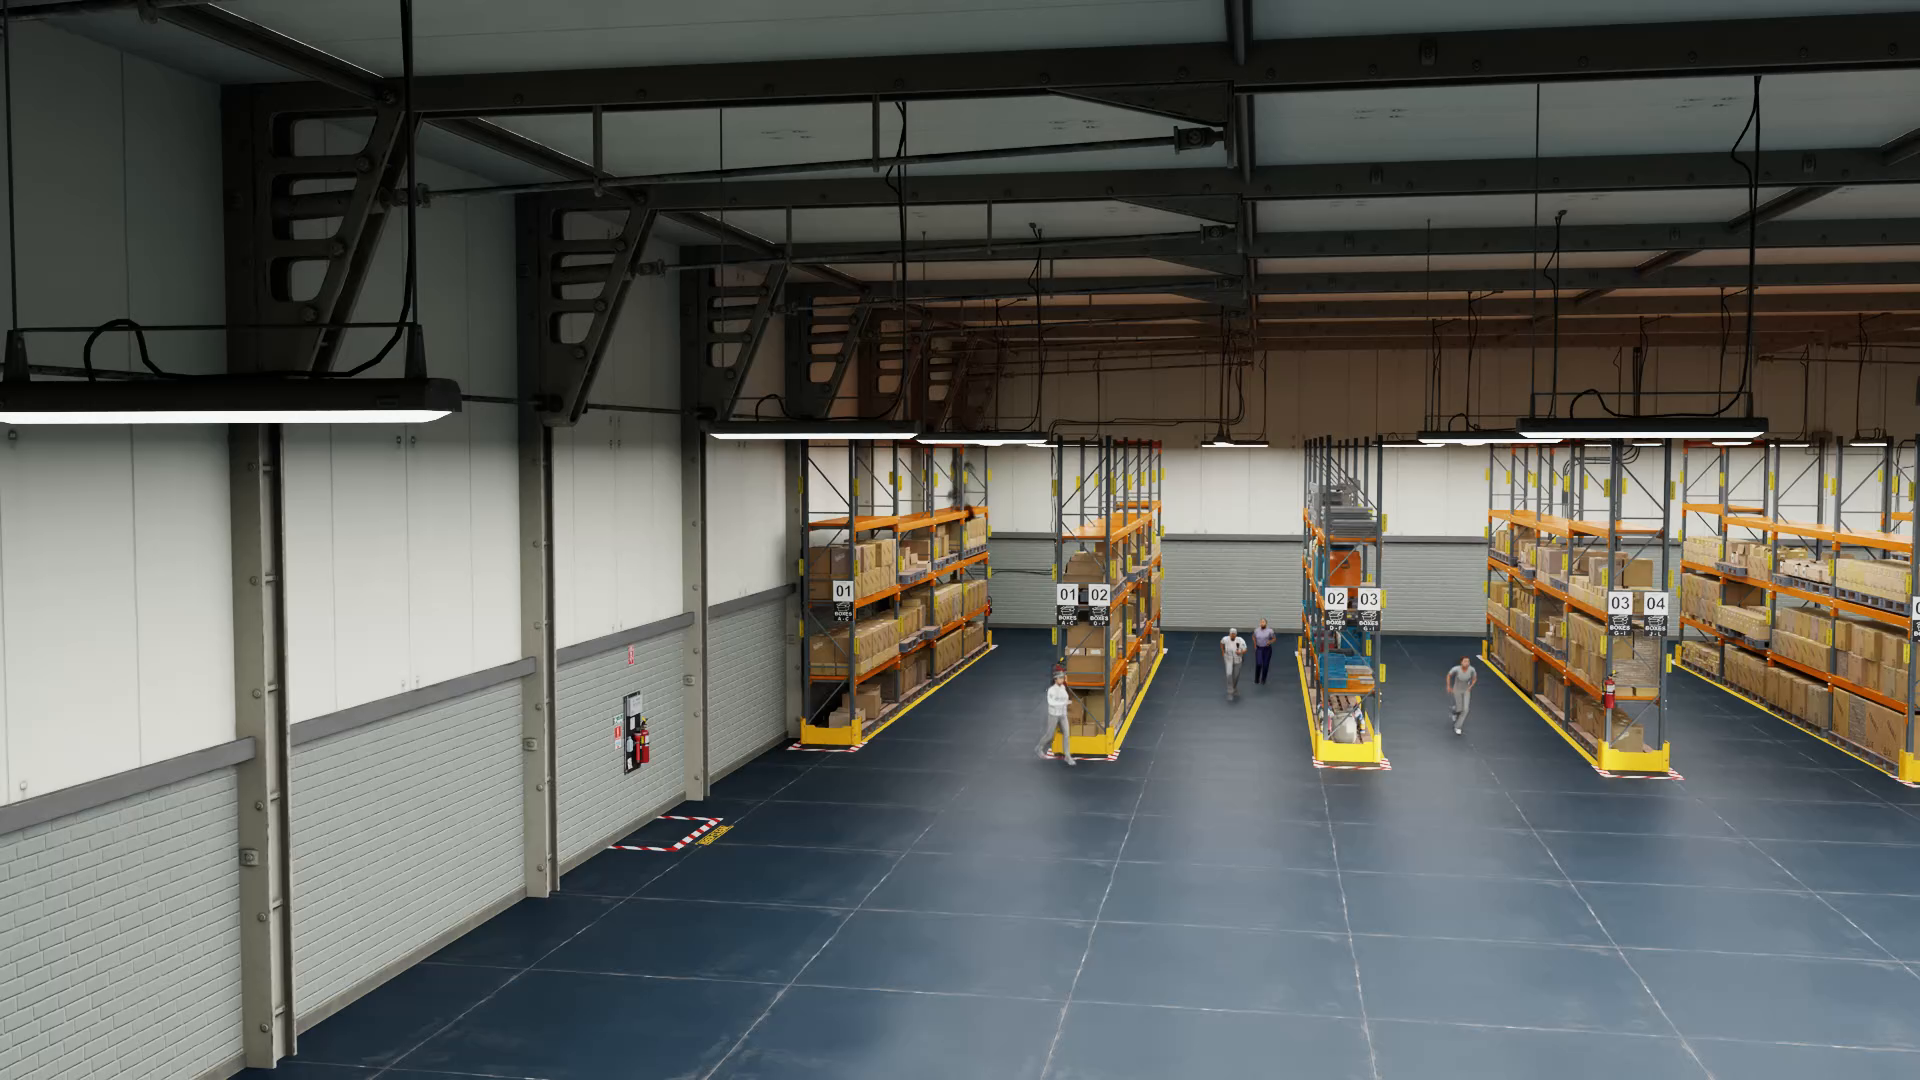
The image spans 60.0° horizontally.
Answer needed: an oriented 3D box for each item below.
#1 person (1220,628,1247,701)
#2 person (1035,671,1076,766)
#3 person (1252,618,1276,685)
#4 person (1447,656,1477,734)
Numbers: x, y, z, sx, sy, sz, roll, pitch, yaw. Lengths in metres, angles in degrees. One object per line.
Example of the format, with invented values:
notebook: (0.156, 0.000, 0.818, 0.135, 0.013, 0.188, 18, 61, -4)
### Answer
person: (6.313, 2.845, 38.374, 0.604, 1.680, 0.972, 0, 3, 7)
person: (1.752, 3.214, 30.298, 0.598, 1.697, 0.919, -3, 4, -43)
person: (7.407, 2.724, 40.544, 0.580, 1.638, 0.638, 1, 3, 13)
person: (10.173, 3.123, 33.774, 0.555, 1.590, 0.710, 0, 3, -3)
